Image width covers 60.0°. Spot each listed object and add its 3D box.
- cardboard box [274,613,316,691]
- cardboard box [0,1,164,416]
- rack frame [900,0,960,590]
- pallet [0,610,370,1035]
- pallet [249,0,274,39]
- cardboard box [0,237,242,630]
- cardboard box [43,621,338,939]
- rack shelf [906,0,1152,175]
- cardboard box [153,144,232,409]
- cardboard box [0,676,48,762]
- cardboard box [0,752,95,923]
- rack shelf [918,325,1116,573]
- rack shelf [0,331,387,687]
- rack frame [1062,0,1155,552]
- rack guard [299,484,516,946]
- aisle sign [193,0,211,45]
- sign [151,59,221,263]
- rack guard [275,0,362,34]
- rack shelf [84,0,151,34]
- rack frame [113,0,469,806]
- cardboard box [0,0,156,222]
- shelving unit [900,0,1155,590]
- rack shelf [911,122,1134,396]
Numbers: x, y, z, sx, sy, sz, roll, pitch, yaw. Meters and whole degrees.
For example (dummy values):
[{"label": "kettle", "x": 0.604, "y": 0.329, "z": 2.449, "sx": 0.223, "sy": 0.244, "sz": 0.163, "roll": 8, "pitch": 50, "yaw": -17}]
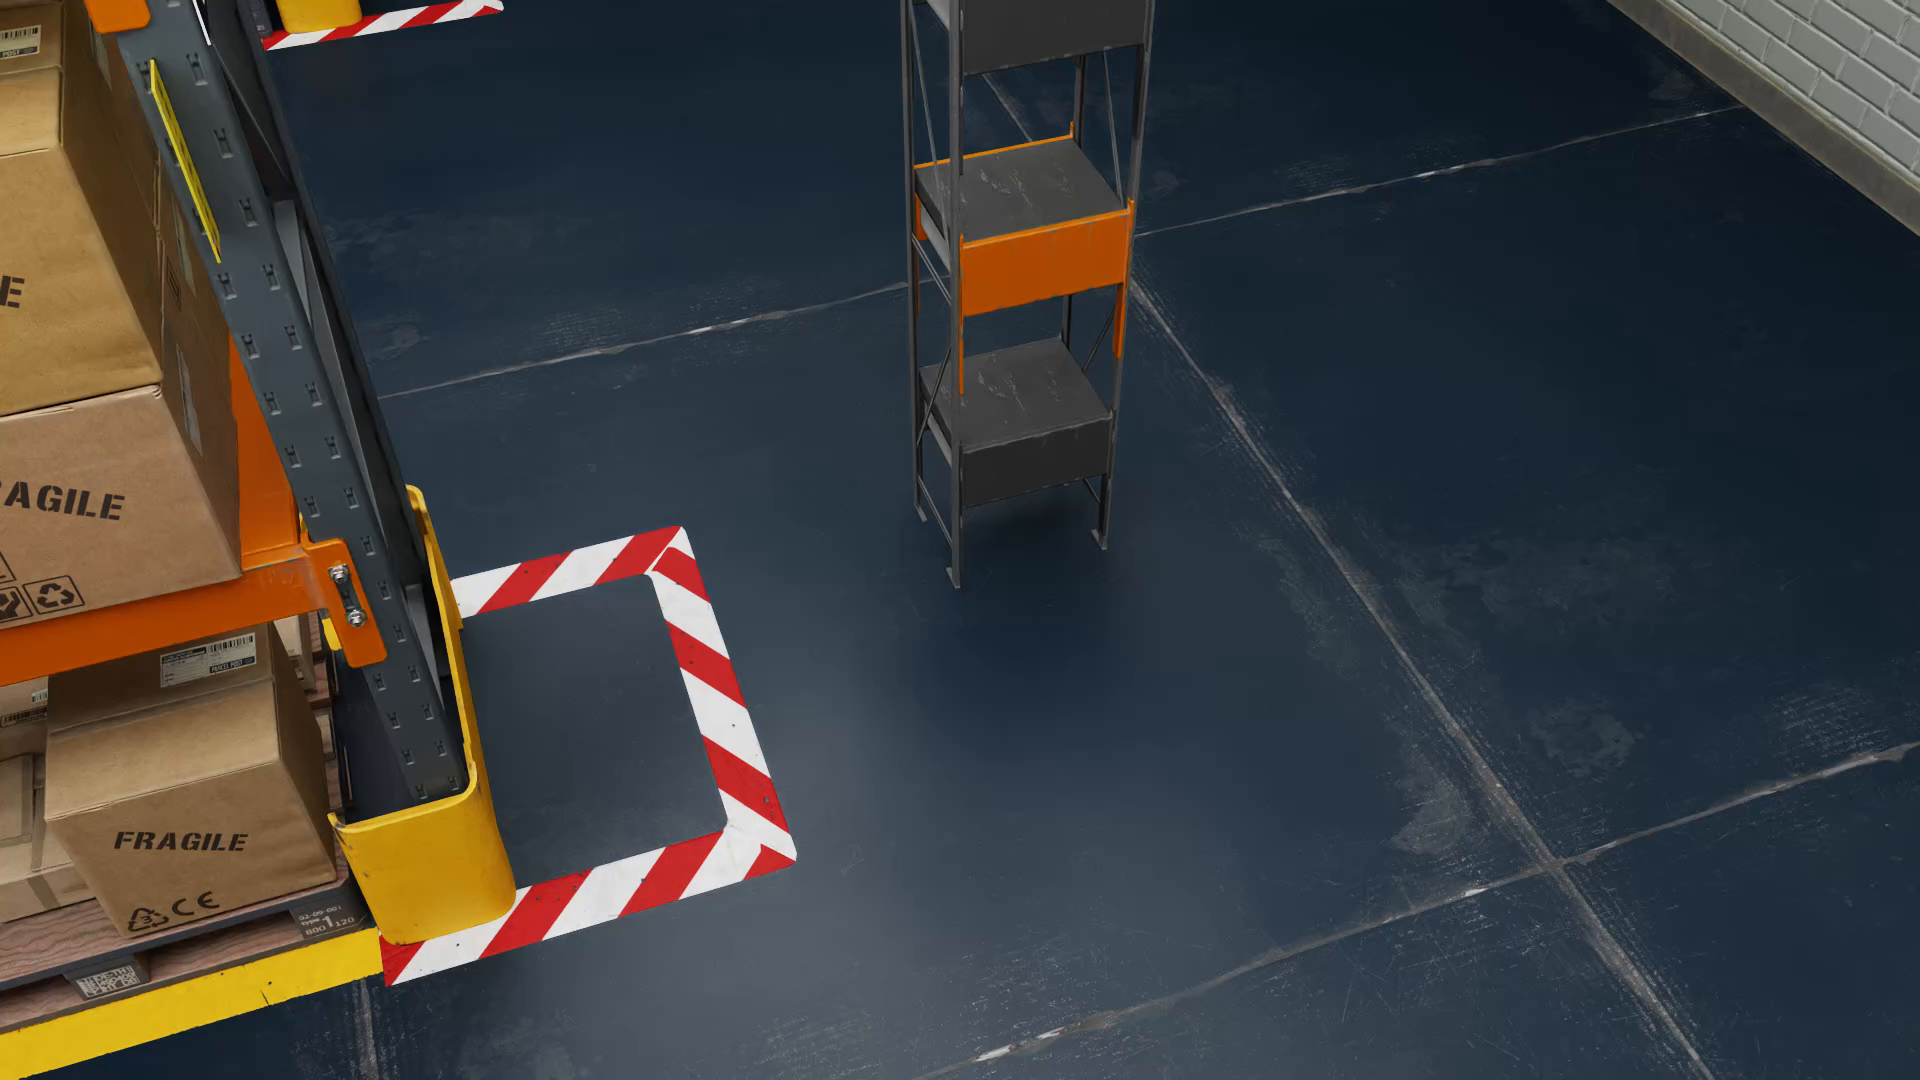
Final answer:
[{"label": "cardboard box", "x": -1.935, "y": 0.259, "z": 4.576, "sx": 0.250, "sy": 0.149, "sz": 0.380, "roll": -14, "pitch": 47, "yaw": -14}, {"label": "cardboard box", "x": -1.749, "y": -0.562, "z": 2.916, "sx": 0.500, "sy": 0.500, "sz": 0.500, "roll": -15, "pitch": 47, "yaw": -14}, {"label": "rack frame", "x": -0.074, "y": -0.722, "z": 4.487, "sx": 0.015, "sy": 2.100, "sz": 0.400, "roll": -14, "pitch": 47, "yaw": -14}, {"label": "pallet", "x": -2.245, "y": 0.731, "z": 4.372, "sx": 1.213, "sy": 0.211, "sz": 1.003, "roll": -14, "pitch": 47, "yaw": -14}, {"label": "pallet", "x": -3.835, "y": -2.534, "z": 7.627, "sx": 1.213, "sy": 0.211, "sz": 1.003, "roll": -14, "pitch": 47, "yaw": -14}, {"label": "cardboard box", "x": -1.753, "y": -0.210, "z": 3.271, "sx": 0.500, "sy": 0.500, "sz": 0.500, "roll": -13, "pitch": 47, "yaw": -13}, {"label": "cardboard box", "x": -1.852, "y": 0.558, "z": 4.030, "sx": 0.500, "sy": 0.500, "sz": 0.500, "roll": -14, "pitch": 47, "yaw": -14}, {"label": "rack shelf", "x": 0.156, "y": -1.266, "z": 4.060, "sx": 0.480, "sy": 0.518, "sz": 0.431, "roll": -14, "pitch": 47, "yaw": -14}, {"label": "cardboard box", "x": -1.931, "y": -0.568, "z": 3.628, "sx": 0.500, "sy": 0.500, "sz": 0.500, "roll": -13, "pitch": 47, "yaw": -13}, {"label": "cardboard box", "x": -2.502, "y": 0.414, "z": 4.351, "sx": 0.500, "sy": 0.250, "sz": 0.500, "roll": -14, "pitch": 47, "yaw": -14}, {"label": "cardboard box", "x": -2.263, "y": 0.714, "z": 4.111, "sx": 0.250, "sy": 0.166, "sz": 0.380, "roll": -14, "pitch": 47, "yaw": -14}, {"label": "rack shelf", "x": 0.156, "y": -0.277, "z": 5.051, "sx": 0.480, "sy": 0.518, "sz": 0.431, "roll": -14, "pitch": 47, "yaw": -14}, {"label": "rack shelf", "x": -3.305, "y": 0.271, "z": 3.370, "sx": 4.000, "sy": 0.370, "sz": 1.077, "roll": -14, "pitch": 47, "yaw": -14}, {"label": "rack frame", "x": 0.385, "y": -0.840, "z": 4.604, "sx": 0.015, "sy": 2.100, "sz": 0.400, "roll": -14, "pitch": 47, "yaw": -14}, {"label": "rack guard", "x": -1.496, "y": 0.437, "z": 4.461, "sx": 0.348, "sy": 0.500, "sz": 1.175, "roll": -14, "pitch": 47, "yaw": -14}, {"label": "aisle sign", "x": -1.256, "y": -1.194, "z": 2.487, "sx": 0.004, "sy": 0.787, "sz": 0.394, "roll": -14, "pitch": 47, "yaw": -14}, {"label": "sign", "x": -1.255, "y": -0.609, "z": 2.699, "sx": 0.005, "sy": 0.325, "sz": 0.100, "roll": -14, "pitch": 47, "yaw": -14}, {"label": "rack guard", "x": -3.087, "y": -2.886, "z": 7.774, "sx": 0.348, "sy": 0.500, "sz": 1.175, "roll": -14, "pitch": 47, "yaw": -14}, {"label": "rack shelf", "x": -3.305, "y": -0.788, "z": 2.307, "sx": 4.000, "sy": 0.370, "sz": 1.077, "roll": -14, "pitch": 47, "yaw": -14}, {"label": "rack frame", "x": -1.424, "y": -0.464, "z": 3.594, "sx": 0.127, "sy": 3.000, "sz": 1.000, "roll": -14, "pitch": 47, "yaw": -14}, {"label": "cardboard box", "x": -1.931, "y": -0.921, "z": 3.273, "sx": 0.500, "sy": 0.500, "sz": 0.500, "roll": -13, "pitch": 47, "yaw": -13}, {"label": "shelving unit", "x": 0.156, "y": -0.781, "z": 4.546, "sx": 0.503, "sy": 2.100, "sz": 0.431, "roll": -14, "pitch": 47, "yaw": -14}, {"label": "rack shelf", "x": 0.156, "y": -0.771, "z": 4.556, "sx": 0.480, "sy": 0.518, "sz": 0.431, "roll": -14, "pitch": 47, "yaw": -14}]
